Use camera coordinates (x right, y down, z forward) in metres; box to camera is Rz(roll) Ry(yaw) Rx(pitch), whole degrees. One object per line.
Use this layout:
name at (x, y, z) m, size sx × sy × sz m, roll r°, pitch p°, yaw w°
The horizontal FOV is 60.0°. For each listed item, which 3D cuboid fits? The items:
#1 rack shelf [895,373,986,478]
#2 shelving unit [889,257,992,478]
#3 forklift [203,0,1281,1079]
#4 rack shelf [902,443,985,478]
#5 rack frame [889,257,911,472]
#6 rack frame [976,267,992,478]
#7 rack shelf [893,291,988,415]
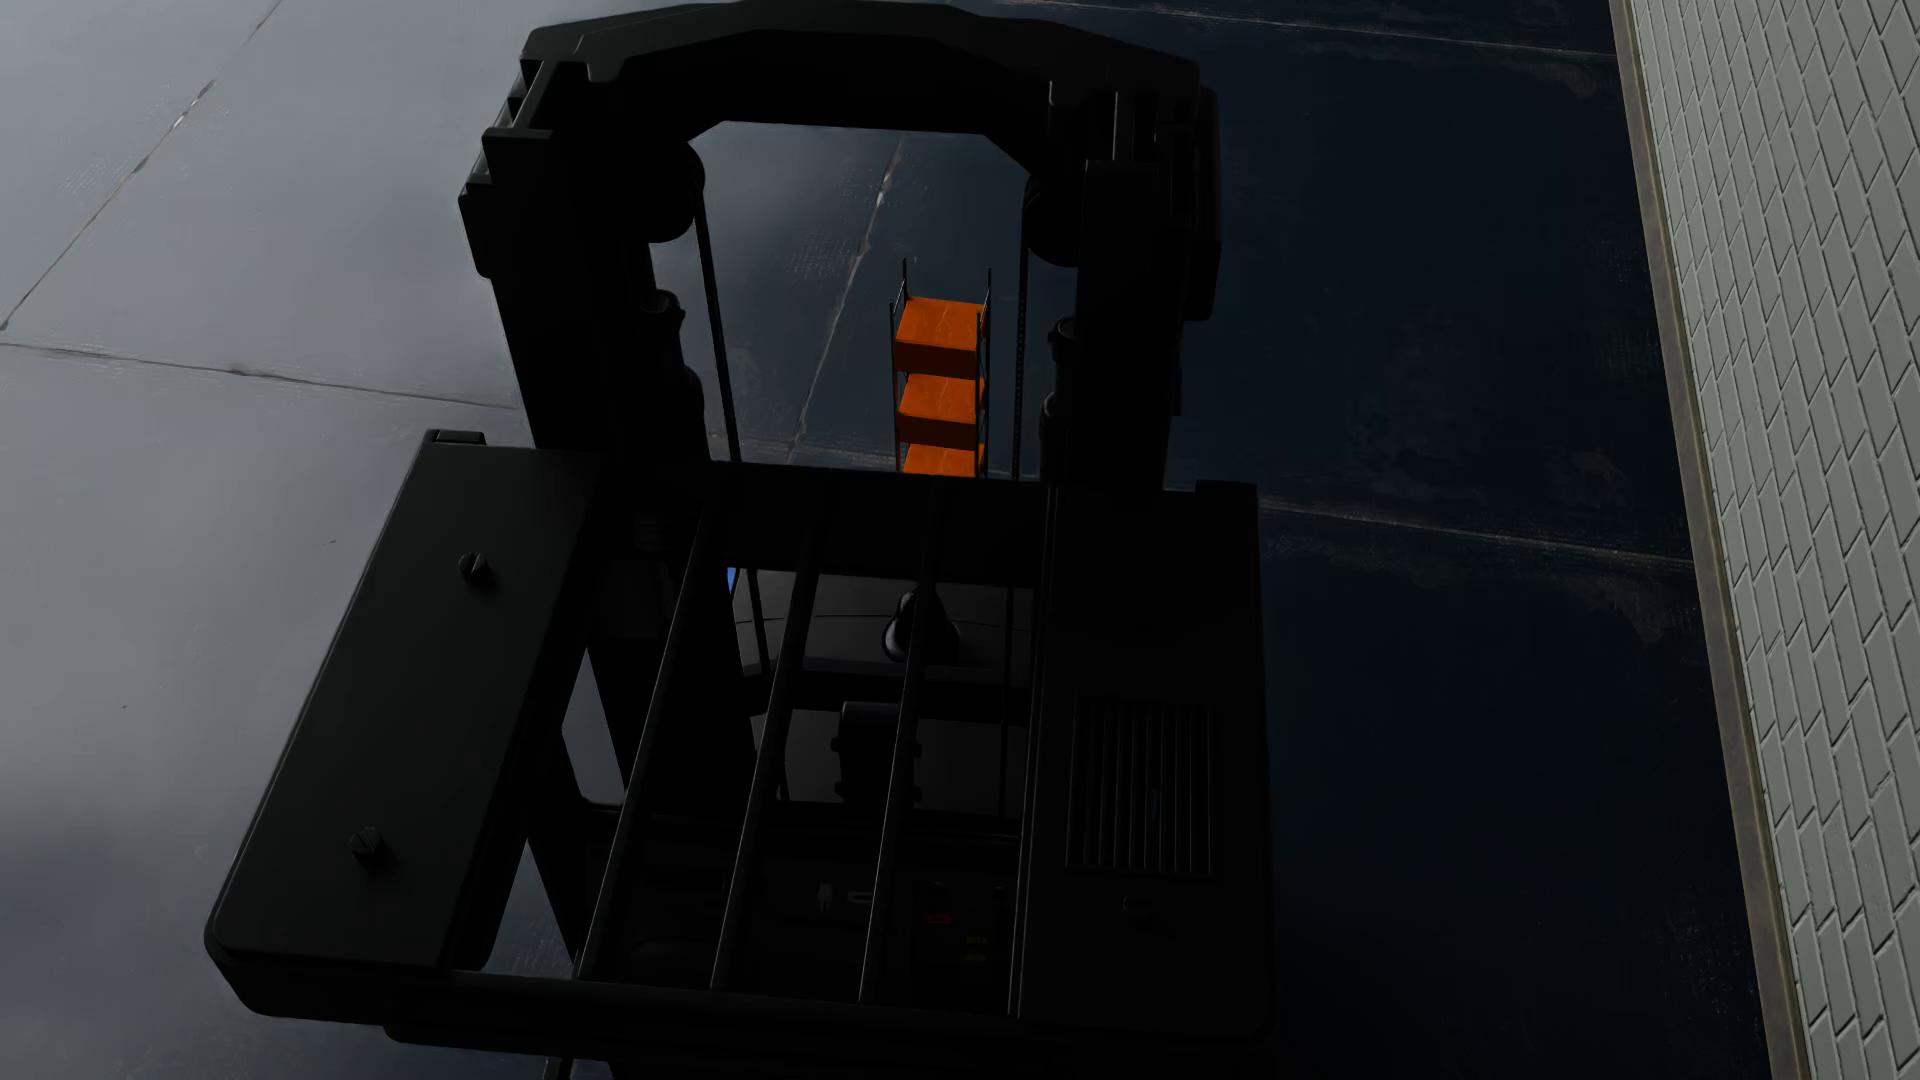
rack shelf at (-0.053, -0.351, 5.011) m, size 0.240 × 0.259 × 0.215 m, roll 8°, pitch 49°, yaw 7°
shelving unit at (-0.053, -0.358, 5.004) m, size 0.252 × 1.050 × 0.215 m, roll 8°, pitch 49°, yaw 7°
forklift at (-0.189, 0.804, 2.695) m, size 1.130 × 2.935 × 3.031 m, roll 4°, pitch 48°, yaw 4°
rack shelf at (-0.053, -0.165, 5.218) m, size 0.240 × 0.259 × 0.215 m, roll 8°, pitch 49°, yaw 7°
rack frame at (-0.173, -0.374, 5.018) m, size 0.008 × 1.050 × 0.200 m, roll 8°, pitch 49°, yaw 7°
rack frame at (0.067, -0.342, 4.989) m, size 0.008 × 1.050 × 0.200 m, roll 8°, pitch 49°, yaw 7°
rack shelf at (-0.053, -0.541, 4.800) m, size 0.240 × 0.259 × 0.215 m, roll 8°, pitch 49°, yaw 7°
